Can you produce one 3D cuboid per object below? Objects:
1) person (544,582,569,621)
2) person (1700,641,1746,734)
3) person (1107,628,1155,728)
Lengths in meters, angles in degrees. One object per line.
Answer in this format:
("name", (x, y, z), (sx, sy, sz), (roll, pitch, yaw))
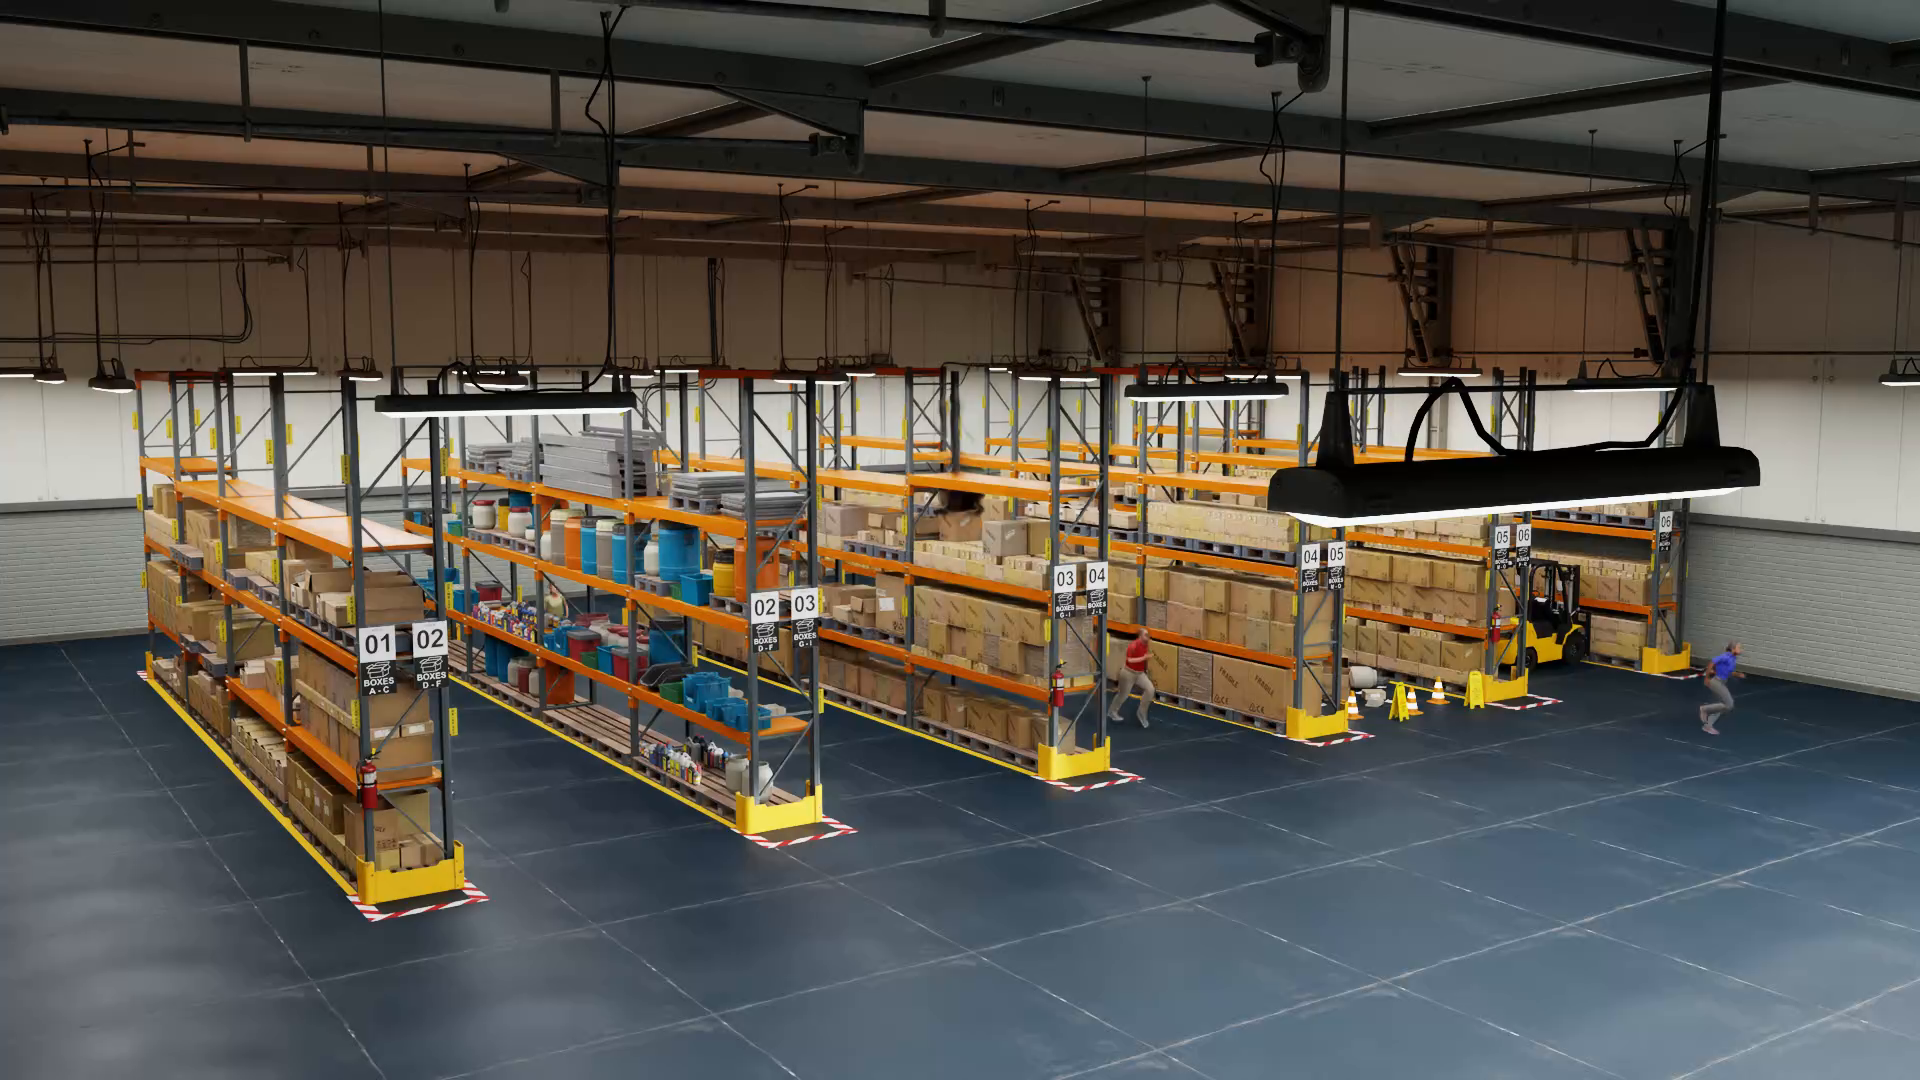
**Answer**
("person", (-8.318, 1.671, 34.190), (0.606, 1.633, 0.612), (-4, 8, -33))
("person", (12.684, 2.448, 27.627), (0.675, 1.582, 0.561), (4, 8, 32))
("person", (2.915, 2.325, 28.201), (0.959, 1.733, 0.649), (6, 9, 42))
